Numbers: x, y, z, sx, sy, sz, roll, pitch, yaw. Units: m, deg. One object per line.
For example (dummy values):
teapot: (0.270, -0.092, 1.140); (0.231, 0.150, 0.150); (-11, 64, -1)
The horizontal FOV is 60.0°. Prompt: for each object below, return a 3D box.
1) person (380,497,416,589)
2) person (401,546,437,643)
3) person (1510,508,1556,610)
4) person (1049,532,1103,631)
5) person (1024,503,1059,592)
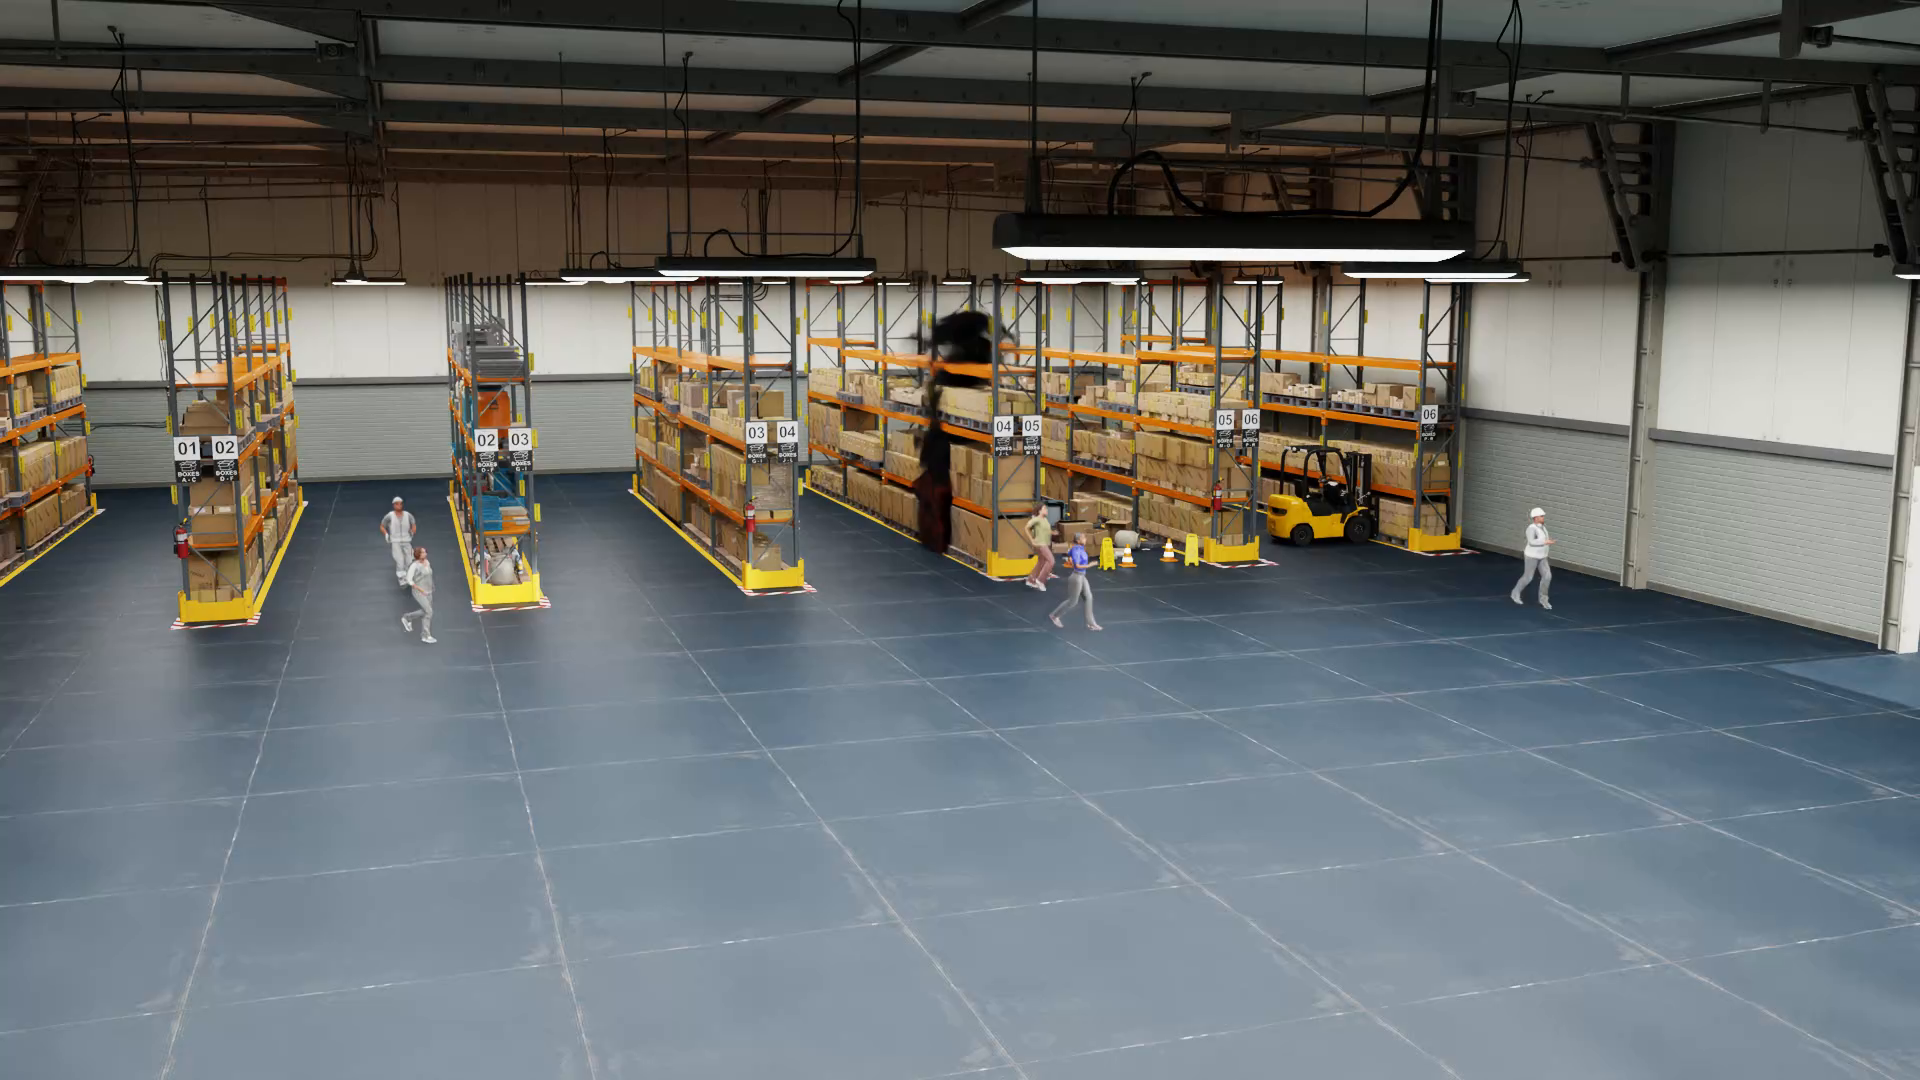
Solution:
person: (-10.786, 0.046, 32.007); (0.663, 1.747, 0.780); (-5, 10, -31)
person: (-8.843, 0.878, 27.094); (0.646, 1.586, 0.536); (3, 9, 17)
person: (10.365, 0.335, 29.995); (0.645, 1.847, 0.808); (-7, 11, -39)
person: (1.956, 0.692, 27.928); (0.900, 1.649, 0.604); (2, 9, 15)
person: (1.566, 0.135, 31.669); (0.685, 1.684, 0.554); (4, 10, 25)
